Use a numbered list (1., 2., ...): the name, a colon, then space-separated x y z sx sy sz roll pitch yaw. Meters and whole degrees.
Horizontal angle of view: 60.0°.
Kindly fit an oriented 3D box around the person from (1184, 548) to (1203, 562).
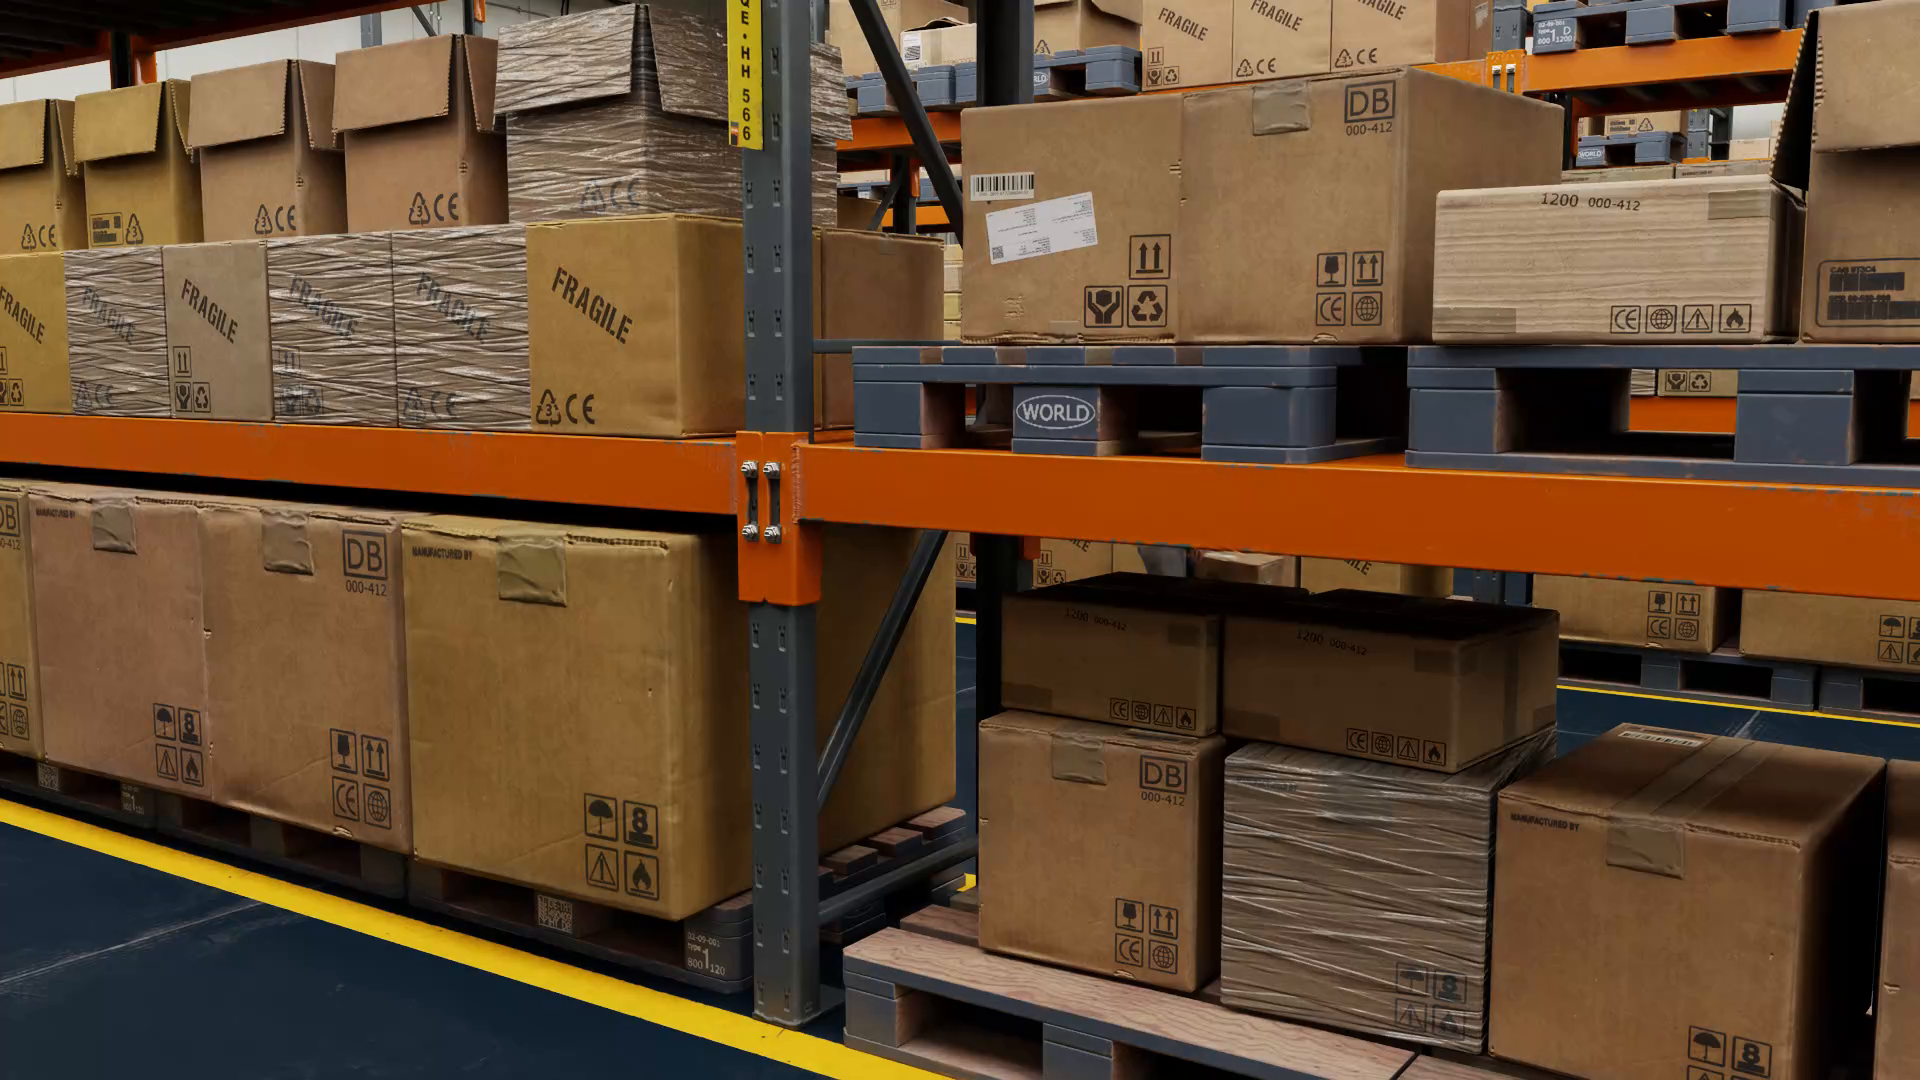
1. person: 0.834 -0.019 6.334 0.347 1.600 0.434 4 8 32
